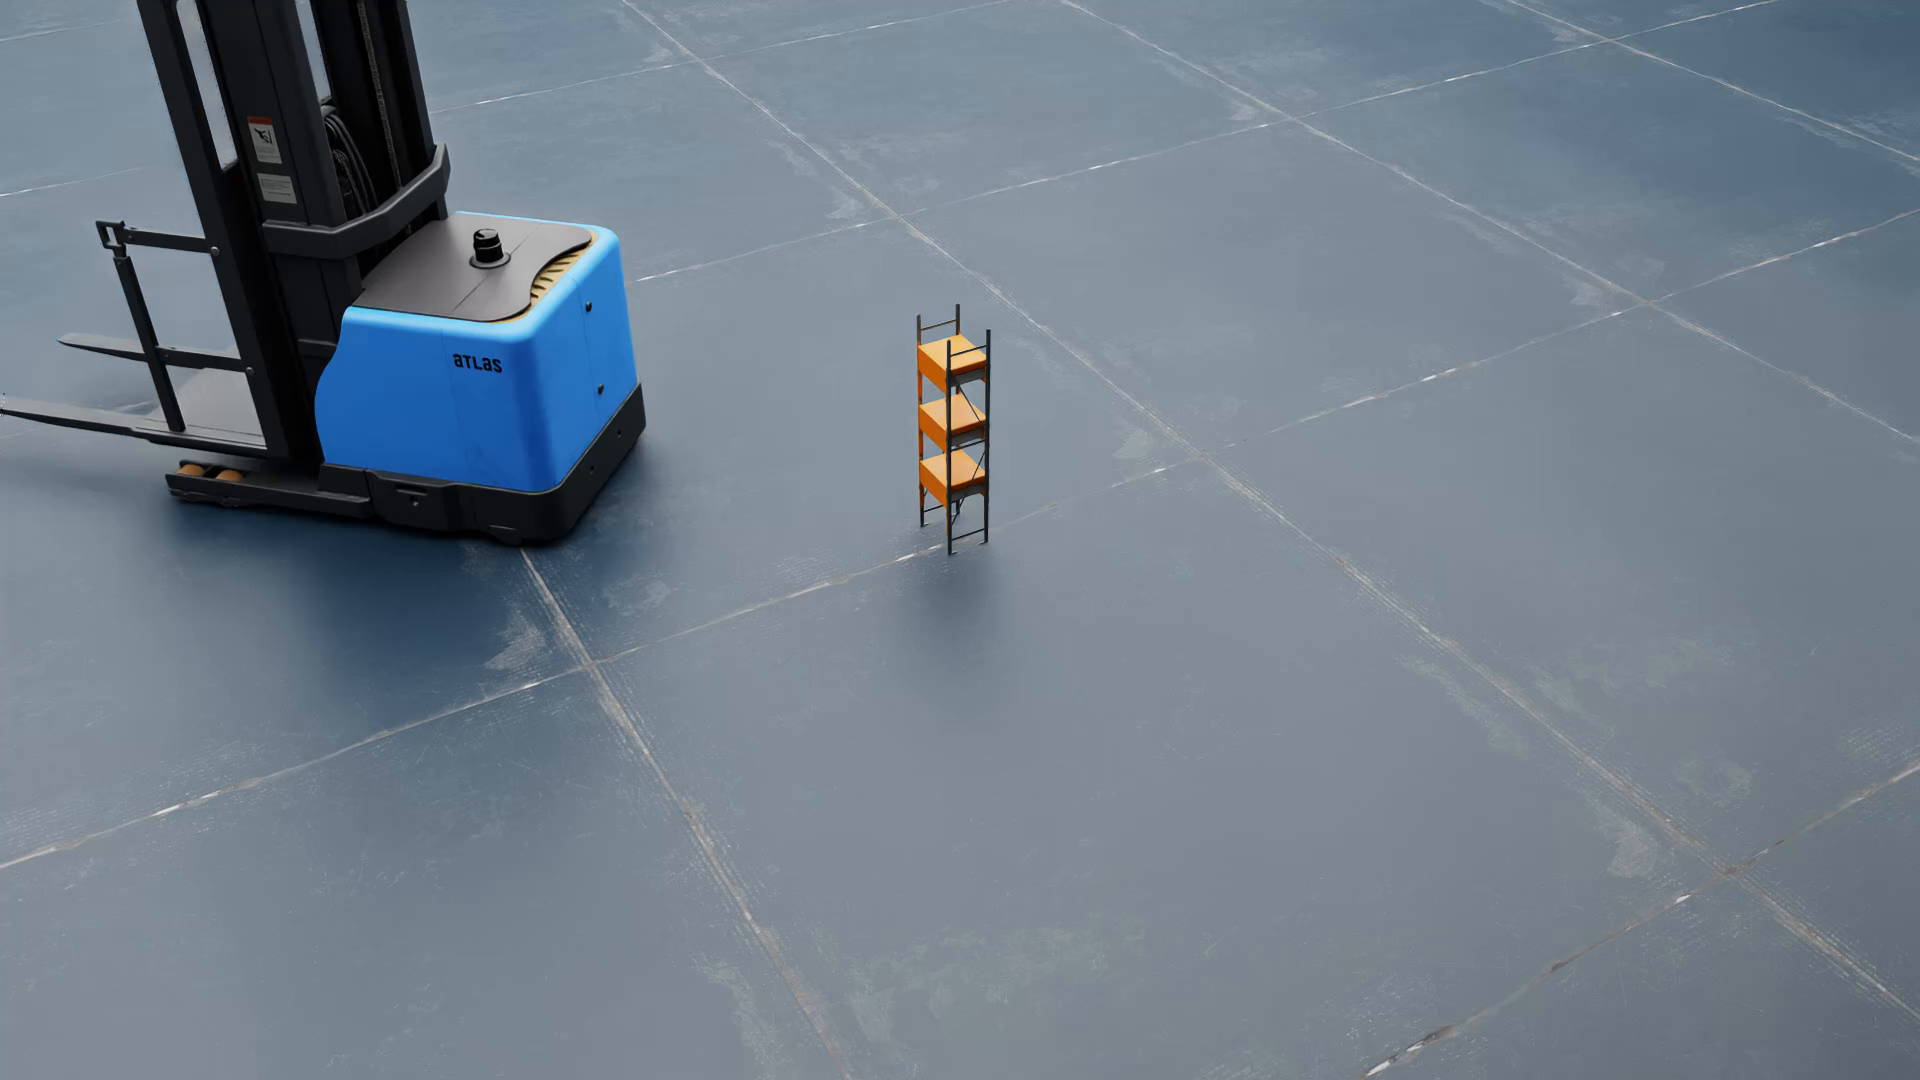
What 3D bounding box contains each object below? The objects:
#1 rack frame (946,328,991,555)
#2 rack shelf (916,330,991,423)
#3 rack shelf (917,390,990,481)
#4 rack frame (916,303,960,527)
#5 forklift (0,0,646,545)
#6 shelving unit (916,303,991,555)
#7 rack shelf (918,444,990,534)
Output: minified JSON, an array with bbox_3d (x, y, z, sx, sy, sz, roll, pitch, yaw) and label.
[{"bbox_3d":[0.034,-0.389,6.893,0.200,1.050,0.008,-19,40,-24],"label":"rack frame"},{"bbox_3d":[-0.027,-0.672,6.817,0.215,0.259,0.240,-19,40,-24],"label":"rack shelf"},{"bbox_3d":[-0.027,-0.443,6.984,0.215,0.259,0.240,-19,40,-24],"label":"rack shelf"},{"bbox_3d":[-0.088,-0.513,7.063,0.200,1.050,0.008,-19,40,-24],"label":"rack frame"},{"bbox_3d":[-3.058,-1.621,6.985,3.031,2.935,1.130,8,37,11],"label":"forklift"},{"bbox_3d":[-0.027,-0.451,6.978,0.215,1.050,0.252,-19,40,-24],"label":"shelving unit"},{"bbox_3d":[-0.027,-0.218,7.148,0.215,0.259,0.240,-19,40,-24],"label":"rack shelf"}]
